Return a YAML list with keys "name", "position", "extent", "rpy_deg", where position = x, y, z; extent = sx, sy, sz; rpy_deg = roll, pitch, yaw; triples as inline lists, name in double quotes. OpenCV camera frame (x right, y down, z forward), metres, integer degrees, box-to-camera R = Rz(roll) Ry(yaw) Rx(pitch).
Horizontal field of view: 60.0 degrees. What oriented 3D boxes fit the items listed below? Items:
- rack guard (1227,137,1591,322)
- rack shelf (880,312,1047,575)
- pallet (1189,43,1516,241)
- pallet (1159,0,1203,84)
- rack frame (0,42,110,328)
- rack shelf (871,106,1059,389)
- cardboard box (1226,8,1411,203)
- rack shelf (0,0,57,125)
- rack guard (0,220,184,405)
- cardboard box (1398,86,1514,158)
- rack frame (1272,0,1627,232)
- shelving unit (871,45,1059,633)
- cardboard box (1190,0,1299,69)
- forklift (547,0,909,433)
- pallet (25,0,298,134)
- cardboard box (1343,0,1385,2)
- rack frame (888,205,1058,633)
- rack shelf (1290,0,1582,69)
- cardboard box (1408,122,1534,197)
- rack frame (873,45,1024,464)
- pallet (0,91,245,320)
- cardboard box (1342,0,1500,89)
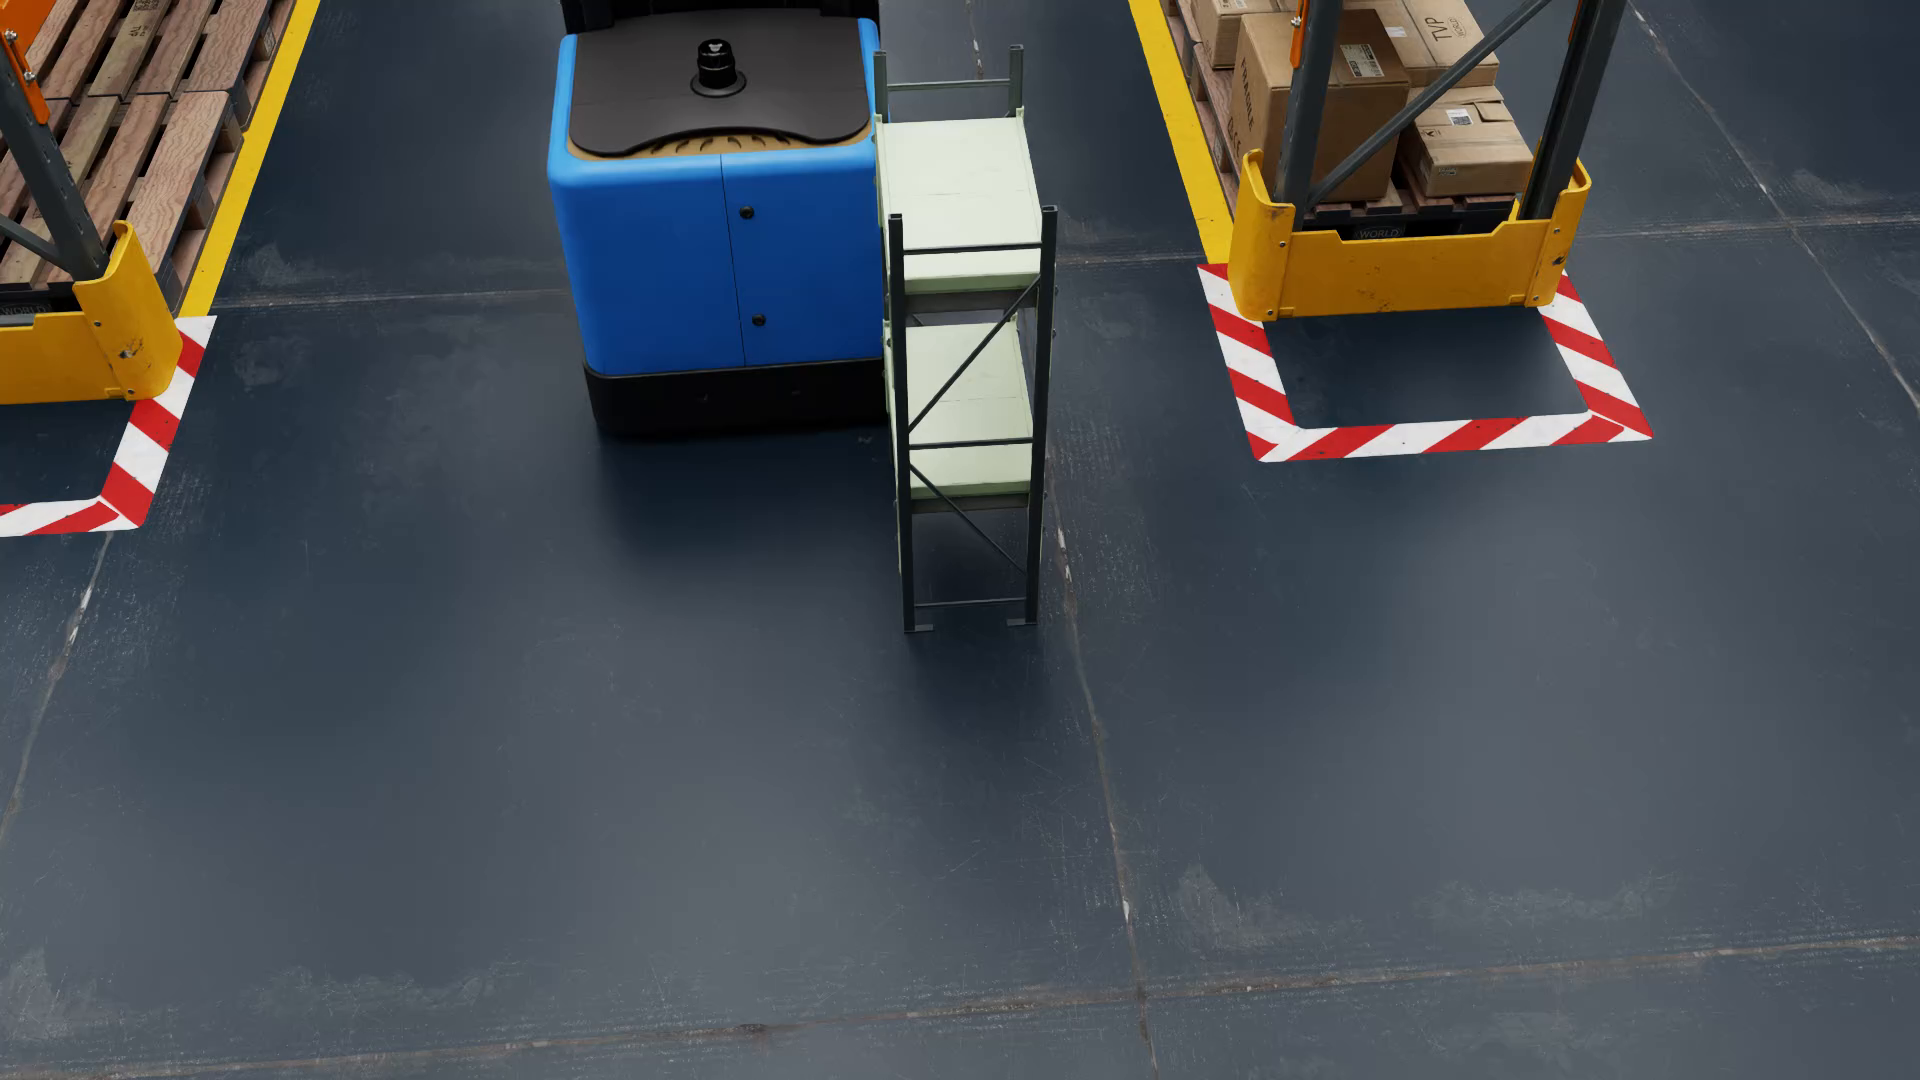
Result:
- name: "rack guard"
  position: [1.585, -1.115, 5.962]
  extent: [1.175, 0.500, 0.348]
  rpy_deg: [-3, 47, -3]
- name: "rack shelf"
  position: [-0.001, -0.296, 4.947]
  extent: [0.431, 0.370, 0.720]
  rpy_deg: [-3, 47, -3]
- name: "pallet"
  position: [1.517, -1.593, 6.613]
  extent: [1.003, 0.211, 1.213]
  rpy_deg: [-3, 47, -3]
- name: "pallet"
  position: [1.418, -2.473, 7.447]
  extent: [1.003, 0.211, 1.213]
  rpy_deg: [-3, 47, -3]
- name: "rack frame"
  position: [-3.345, -1.622, 4.720]
  extent: [1.000, 3.000, 0.127]
  rpy_deg: [-3, 47, -3]
- name: "rack shelf"
  position: [-0.001, -0.789, 4.427]
  extent: [0.431, 0.370, 0.720]
  rpy_deg: [-3, 47, -3]
- name: "cardboard box"
  position: [1.300, -1.590, 6.109]
  extent: [0.500, 0.500, 0.500]
  rpy_deg: [-3, 47, -3]
- name: "rack shelf"
  position: [-3.513, -2.821, 6.352]
  extent: [1.077, 0.370, 4.000]
  rpy_deg: [-3, 47, -3]
- name: "rack guard"
  position: [-3.330, -0.746, 5.612]
  extent: [1.175, 0.500, 0.348]
  rpy_deg: [-3, 47, -3]
- name: "cardboard box"
  position: [1.877, -1.602, 6.349]
  extent: [0.380, 0.166, 0.250]
  rpy_deg: [-3, 47, -3]
- name: "rack frame"
  position: [1.591, -1.920, 5.002]
  extent: [1.000, 3.000, 0.127]
  rpy_deg: [-3, 47, -3]
- name: "shelving unit"
  position: [-0.001, -0.521, 4.710]
  extent: [0.431, 1.500, 0.755]
  rpy_deg: [-3, 47, -3]
- name: "cardboard box"
  position: [1.250, -2.193, 6.852]
  extent: [0.500, 0.250, 0.500]
  rpy_deg: [-3, 47, -3]
- name: "forklift"
  position: [-0.853, -2.437, 5.539]
  extent: [1.130, 2.935, 3.031]
  rpy_deg: [-5, 47, -4]
- name: "pallet"
  position: [-3.475, -2.142, 7.134]
  extent: [1.003, 0.211, 1.213]
  rpy_deg: [-3, 47, -3]
- name: "cardboard box"
  position: [1.744, -2.260, 6.915]
  extent: [0.500, 0.250, 0.500]
  rpy_deg: [-3, 47, -3]
- name: "rack frame"
  position: [0.030, -0.256, 4.459]
  extent: [0.400, 1.500, 0.023]
  rpy_deg: [-3, 47, -3]
- name: "rack shelf"
  position: [1.424, -3.120, 6.634]
  extent: [1.077, 0.370, 4.000]
  rpy_deg: [-3, 47, -3]
- name: "cardboard box"
  position: [1.898, -1.415, 6.185]
  extent: [0.380, 0.149, 0.250]
  rpy_deg: [-3, 47, -3]
- name: "rack frame"
  position: [-0.031, -0.785, 4.961]
  extent: [0.400, 1.500, 0.023]
  rpy_deg: [-3, 47, -3]
- name: "pallet"
  position: [-3.376, -1.262, 6.300]
  extent: [1.003, 0.211, 1.213]
  rpy_deg: [-3, 47, -3]
- name: "cardboard box"
  position: [1.786, -1.898, 6.573]
  extent: [0.500, 0.250, 0.500]
  rpy_deg: [-3, 47, -3]
